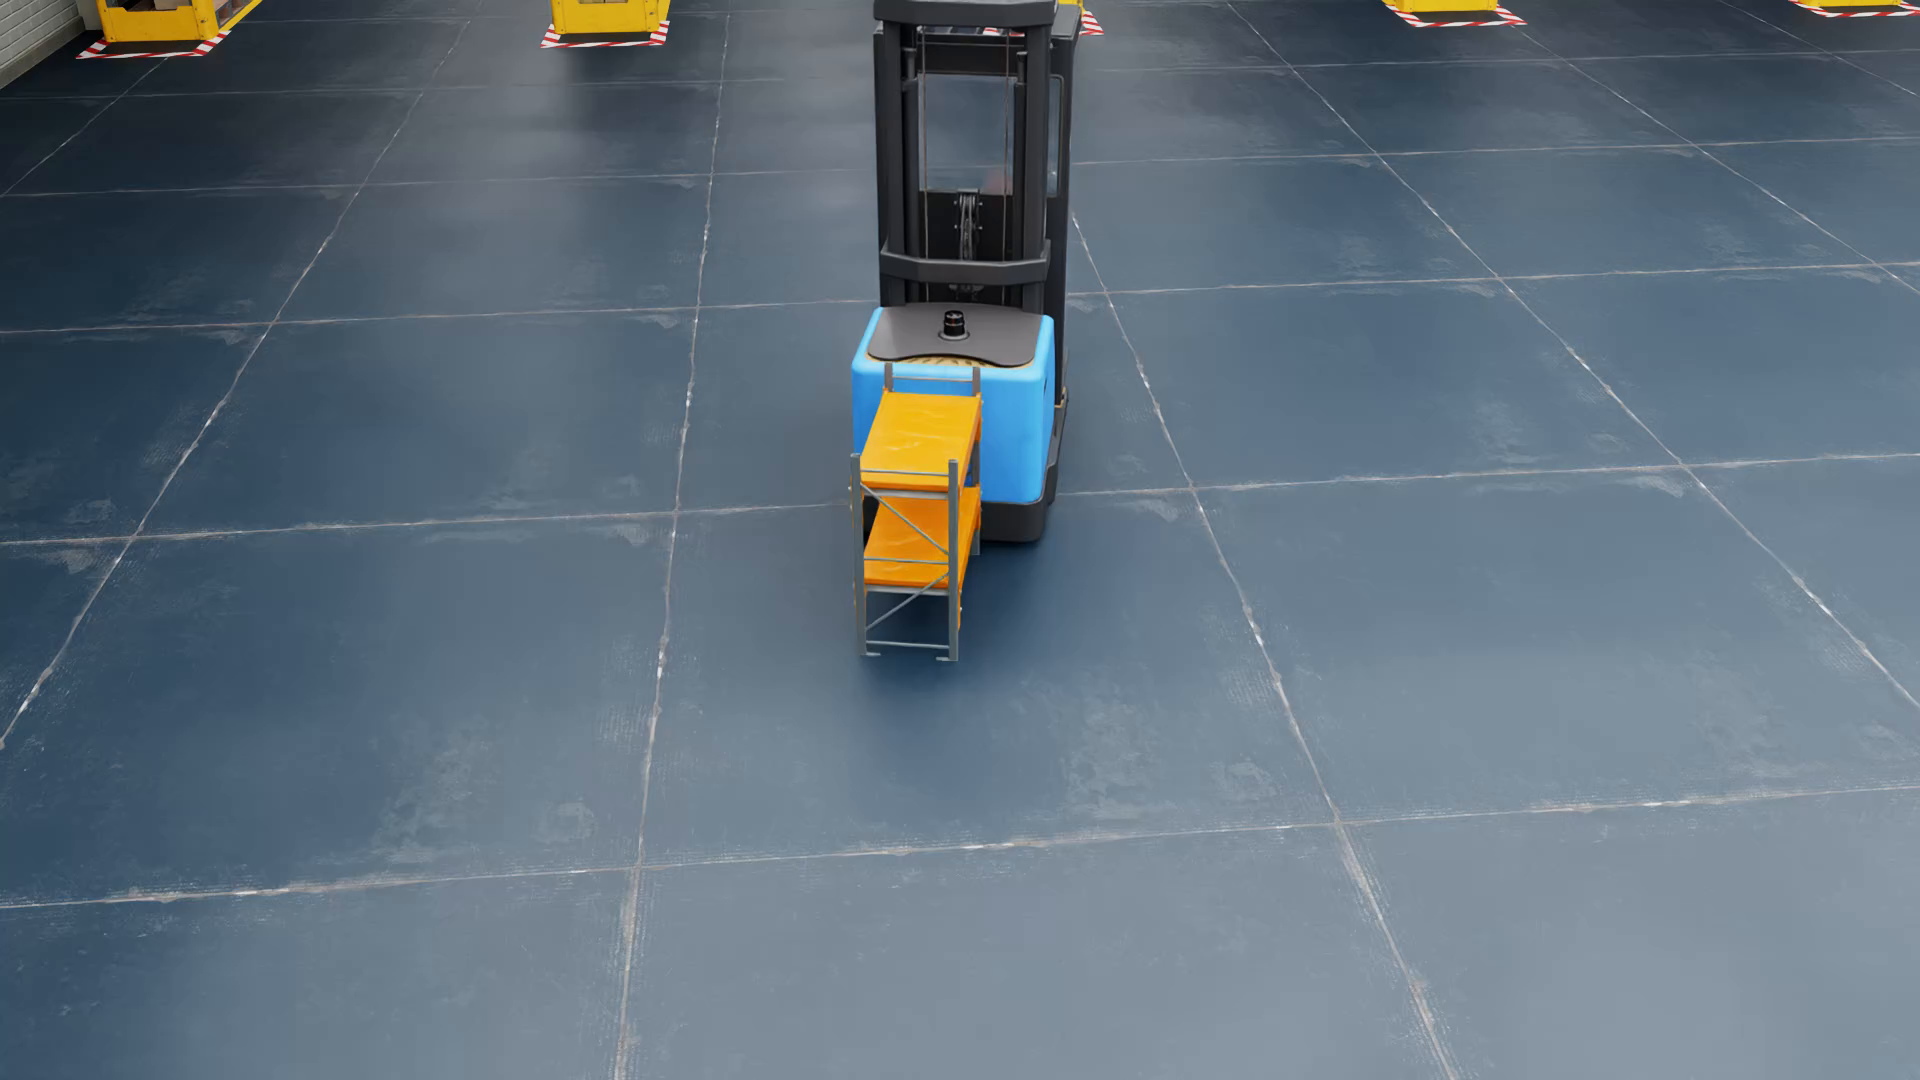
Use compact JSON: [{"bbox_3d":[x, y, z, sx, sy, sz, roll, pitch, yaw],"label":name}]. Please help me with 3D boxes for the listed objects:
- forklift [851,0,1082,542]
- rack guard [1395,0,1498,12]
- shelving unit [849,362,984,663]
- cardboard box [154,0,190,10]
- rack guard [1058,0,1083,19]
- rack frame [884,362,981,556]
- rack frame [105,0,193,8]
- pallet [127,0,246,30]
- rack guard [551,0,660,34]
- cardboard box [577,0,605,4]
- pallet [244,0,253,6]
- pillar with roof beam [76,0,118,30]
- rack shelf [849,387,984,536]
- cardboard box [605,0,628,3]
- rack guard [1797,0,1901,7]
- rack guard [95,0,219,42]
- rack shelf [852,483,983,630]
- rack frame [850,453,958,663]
[{"bbox_3d":[0.104,-1.982,9.710,1.130,2.935,3.031,4,31,6],"label":"forklift"},{"bbox_3d":[5.815,-6.593,19.801,1.175,0.500,0.348,-3,31,-5],"label":"rack guard"},{"bbox_3d":[-0.200,-0.157,8.416,0.538,1.125,1.048,3,31,6],"label":"shelving unit"},{"bbox_3d":[-8.948,-6.308,19.079,0.500,0.311,0.500,-6,31,-10],"label":"cardboard box"},{"bbox_3d":[0.837,-6.354,19.400,1.175,0.500,0.348,-3,31,-5],"label":"rack guard"},{"bbox_3d":[-0.143,-0.416,8.849,0.500,1.125,0.032,3,31,6],"label":"rack frame"},{"bbox_3d":[-8.973,-6.916,17.903,1.000,3.000,0.127,-3,31,-5],"label":"rack frame"},{"bbox_3d":[-9.021,-6.174,19.381,1.003,0.211,1.213,-3,31,-5],"label":"pallet"},{"bbox_3d":[-4.039,-6.070,18.924,1.175,0.500,0.348,-3,31,-5],"label":"rack guard"},{"bbox_3d":[-4.386,-6.415,19.336,0.500,0.250,0.500,-3,31,-5],"label":"cardboard box"},{"bbox_3d":[-9.132,-6.795,20.421,1.003,0.211,1.213,-3,31,-5],"label":"pallet"},{"bbox_3d":[-5.614,-10.014,17.239,9.100,9.000,0.400,-3,31,-5],"label":"pillar with roof beam"},{"bbox_3d":[-0.200,-0.408,8.265,0.538,0.278,1.000,3,31,6],"label":"rack shelf"},{"bbox_3d":[-3.870,-6.439,19.377,0.500,0.250,0.500,-3,31,-5],"label":"cardboard box"},{"bbox_3d":[10.772,-6.728,20.027,1.175,0.500,0.348,-3,31,-5],"label":"rack guard"},{"bbox_3d":[-8.980,-5.882,18.609,1.175,0.500,0.348,-3,31,-5],"label":"rack guard"},{"bbox_3d":[-0.200,0.053,8.541,0.538,0.278,1.000,3,31,6],"label":"rack shelf"},{"bbox_3d":[-0.258,0.102,7.982,0.500,1.125,0.032,3,31,6],"label":"rack frame"}]
